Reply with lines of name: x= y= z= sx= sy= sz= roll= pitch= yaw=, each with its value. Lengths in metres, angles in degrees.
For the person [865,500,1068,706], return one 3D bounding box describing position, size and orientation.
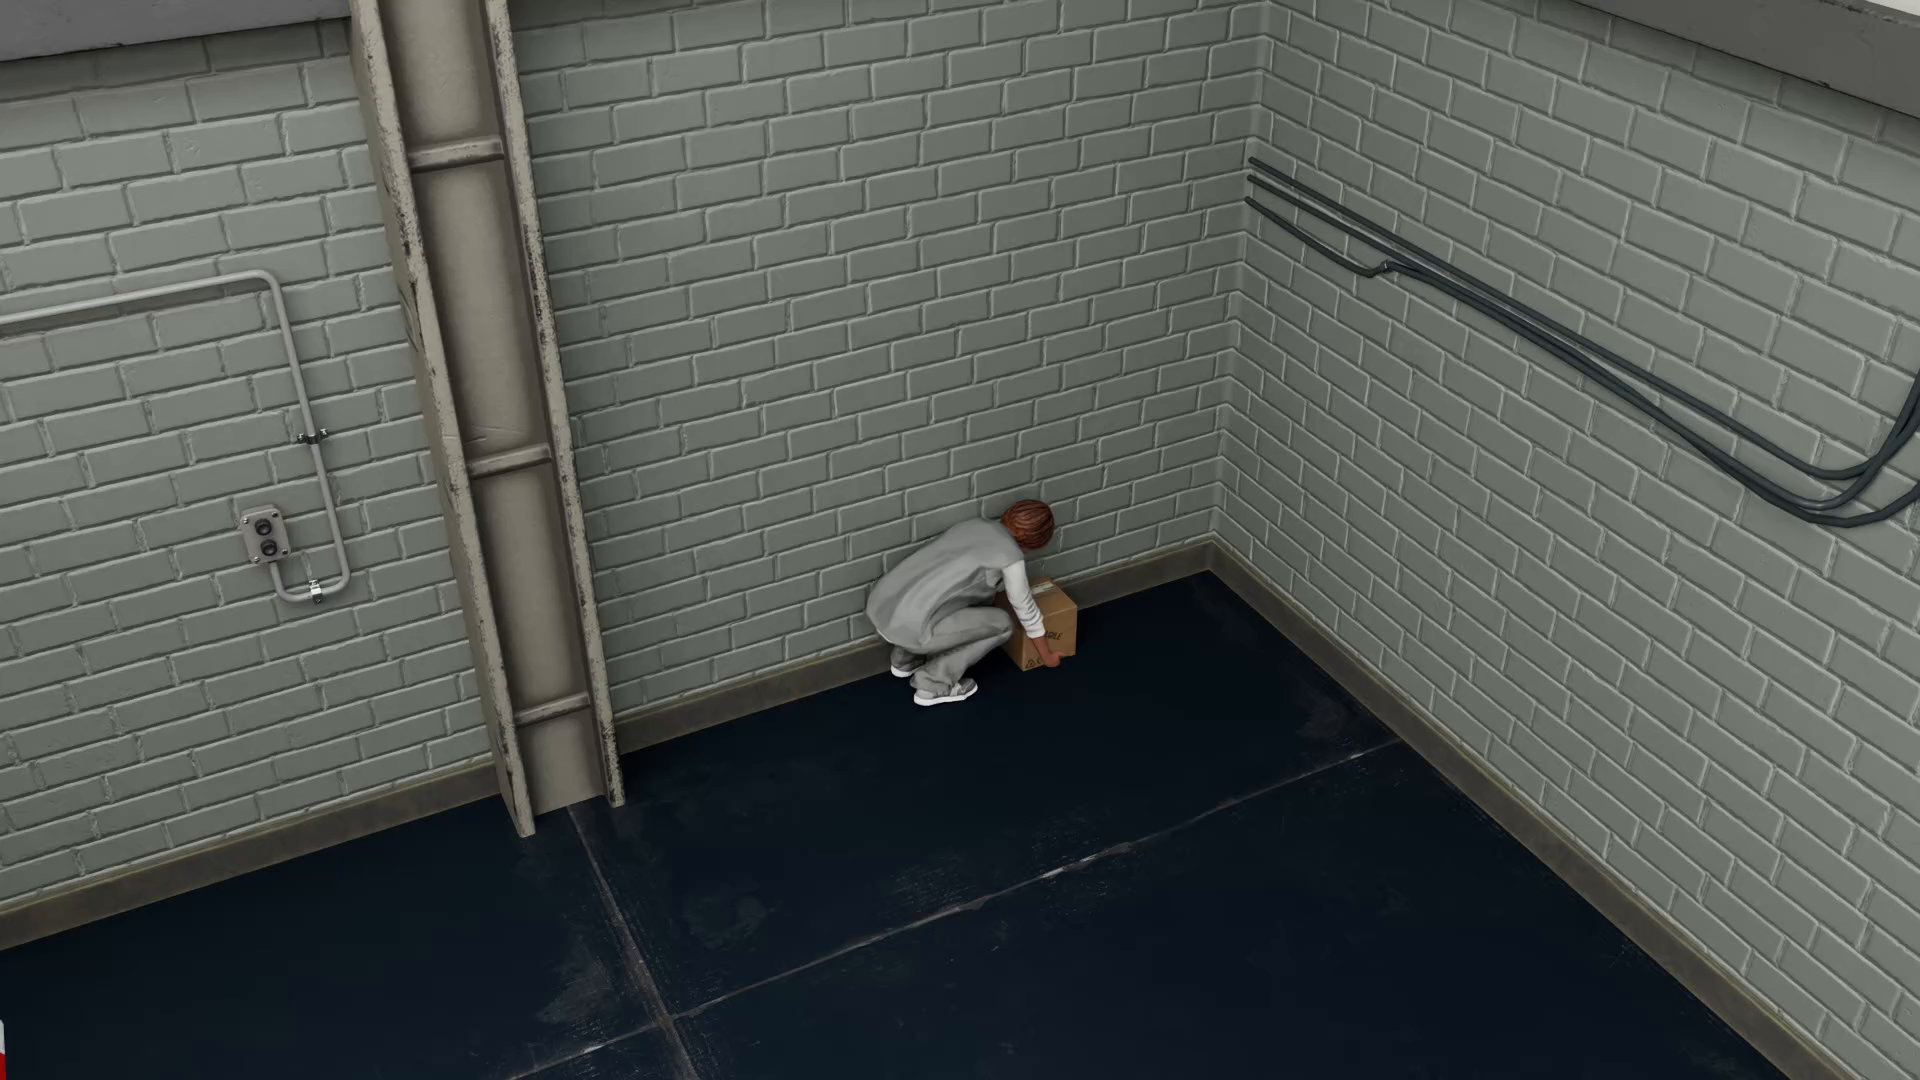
person: x=0.020 y=0.270 z=6.622 sx=0.840 sy=0.753 sz=0.433 roll=-17 pitch=37 yaw=-24
